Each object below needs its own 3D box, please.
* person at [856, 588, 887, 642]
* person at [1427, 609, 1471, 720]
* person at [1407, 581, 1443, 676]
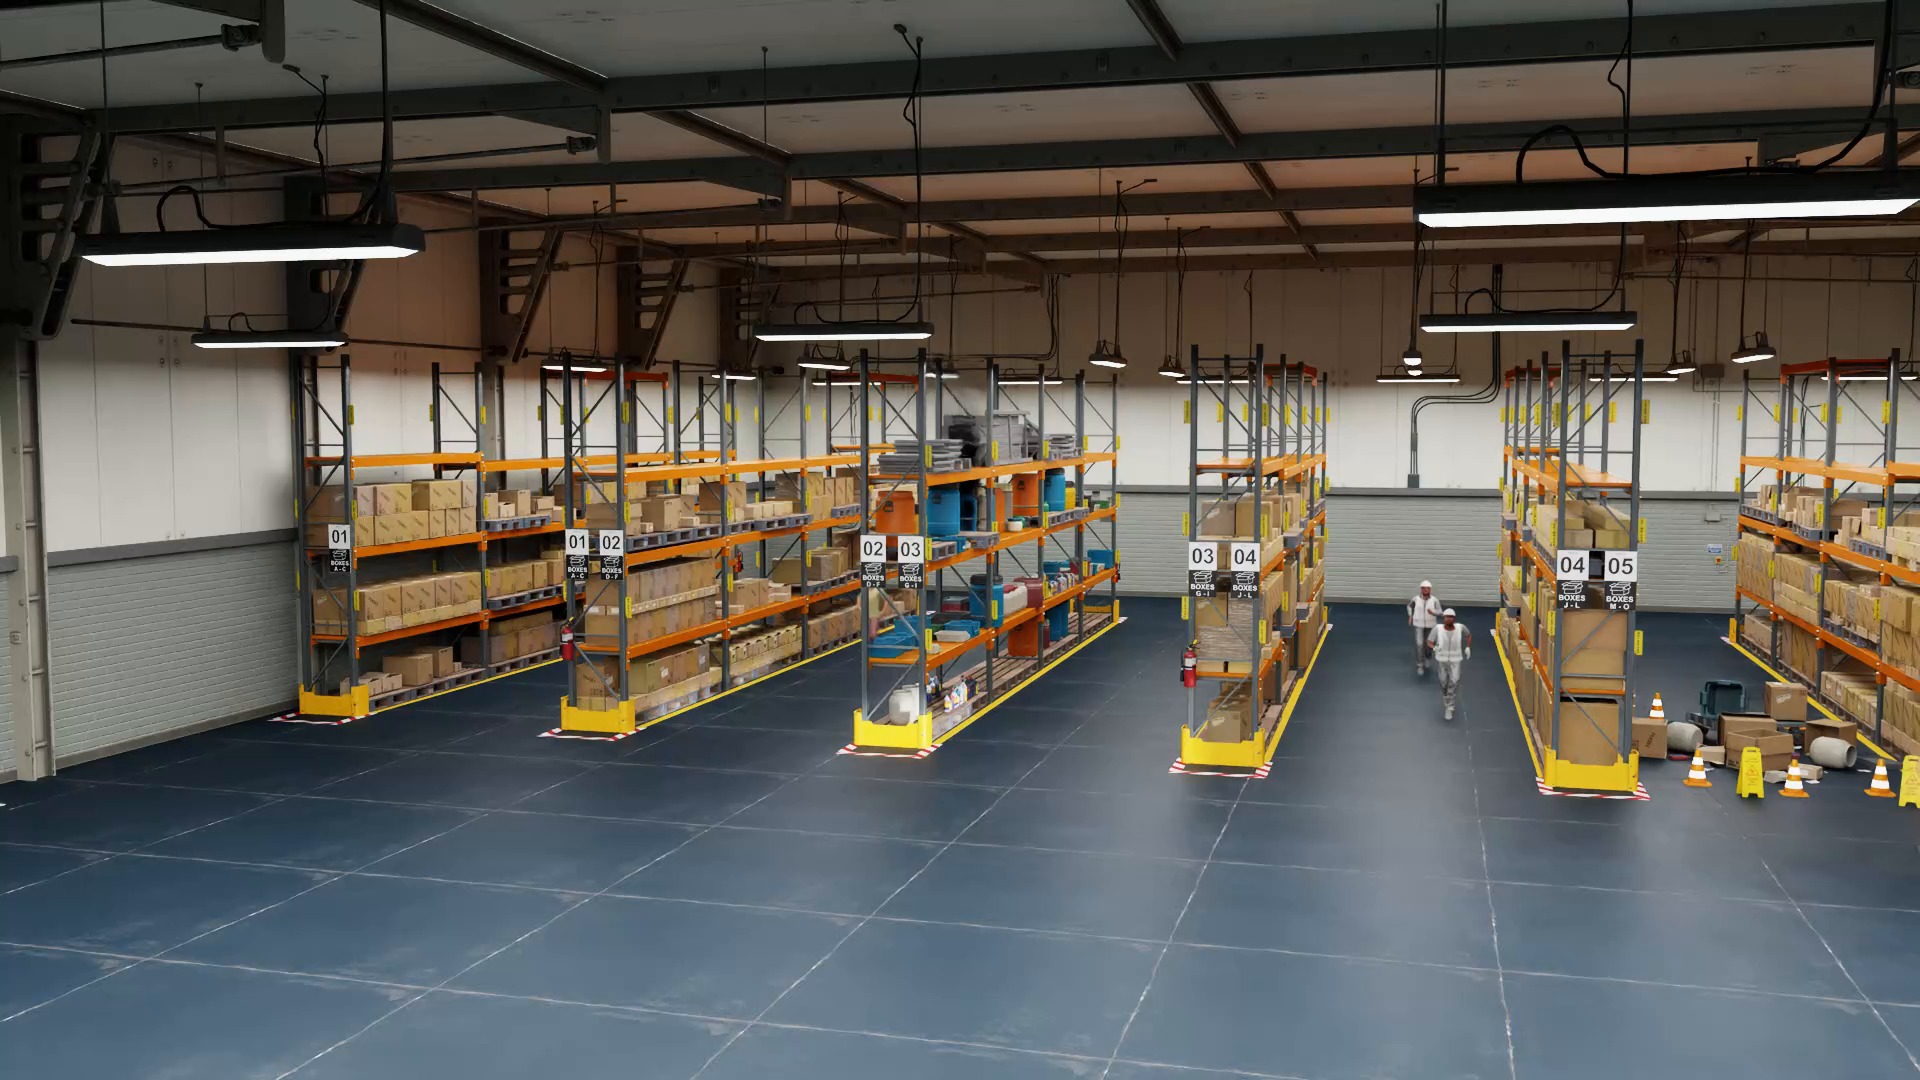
[{"bbox_3d":[-1.708,1.519,31.870,0.587,1.679,0.580,1,4,10],"label":"person"},{"bbox_3d":[8.165,2.048,27.773,0.715,1.828,0.948,1,4,16],"label":"person"},{"bbox_3d":[9.003,1.678,32.215,0.649,1.780,0.939,1,4,13],"label":"person"}]
